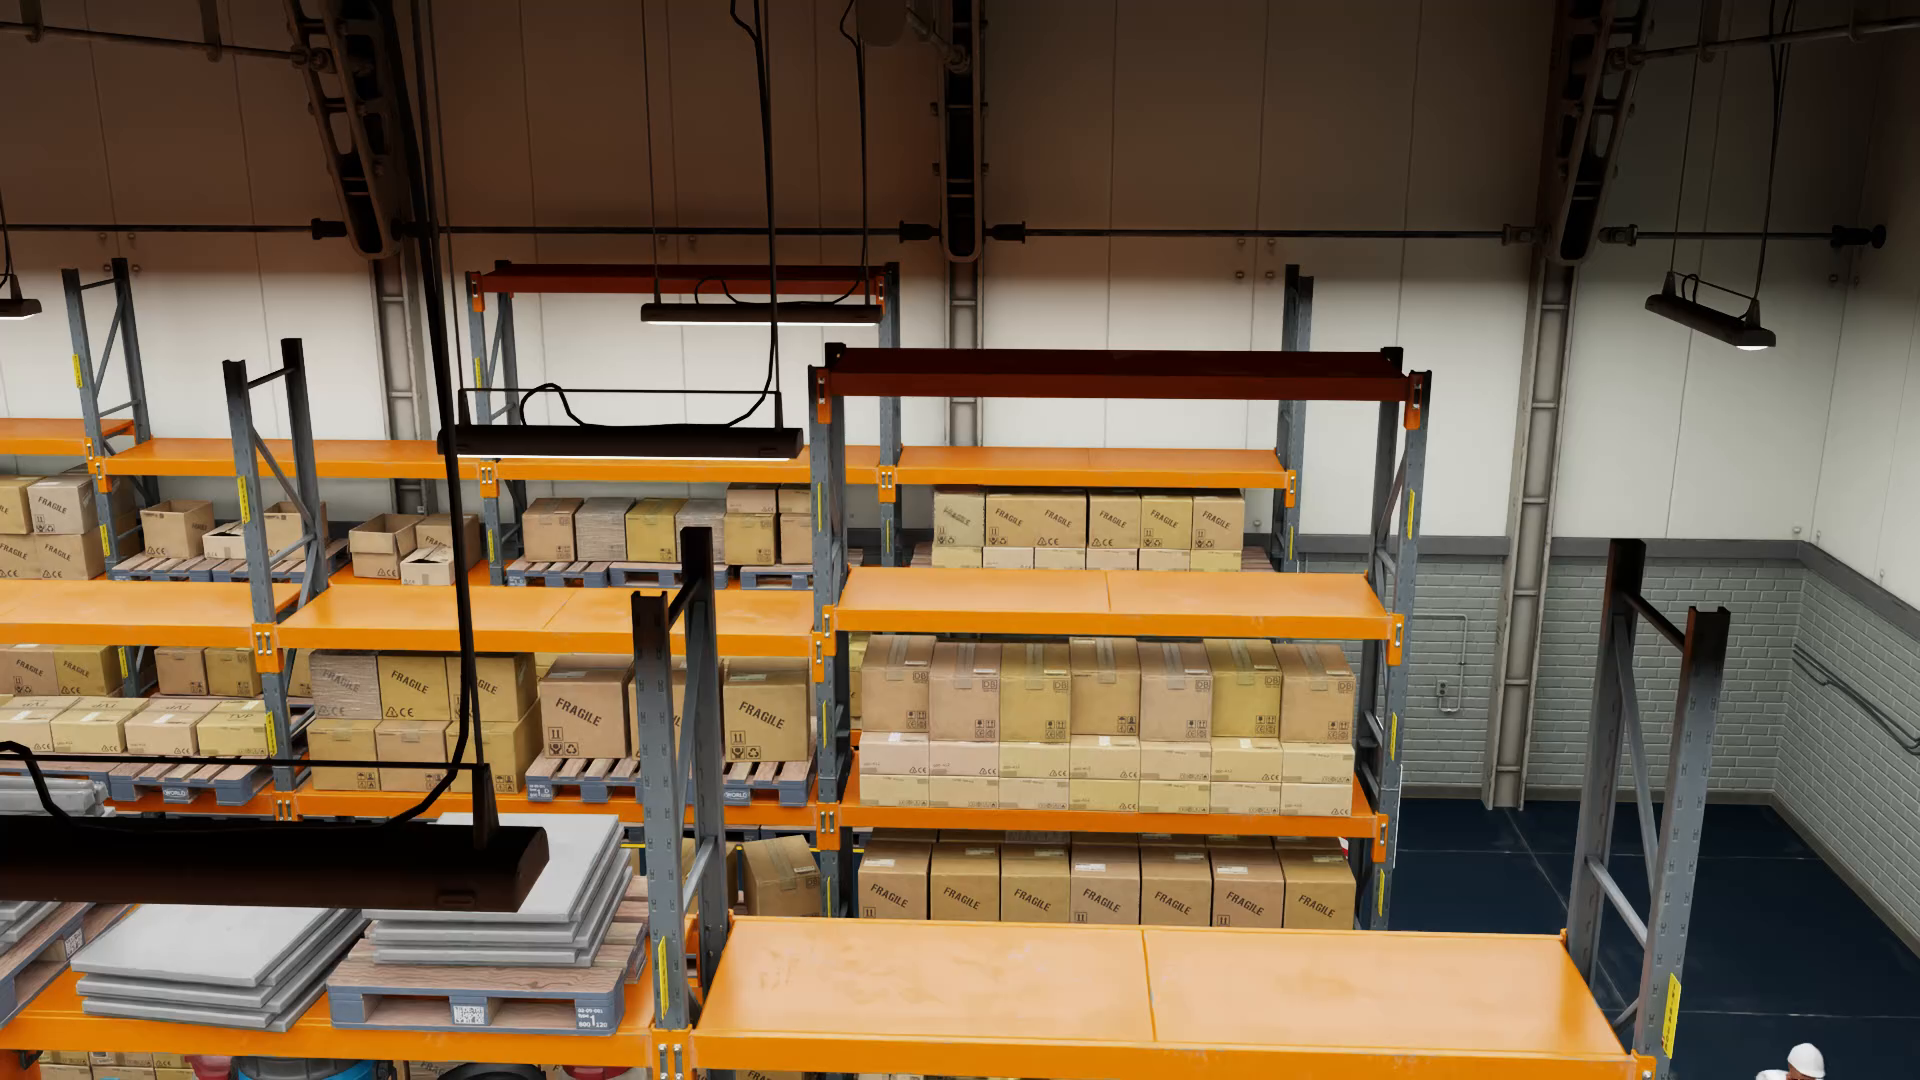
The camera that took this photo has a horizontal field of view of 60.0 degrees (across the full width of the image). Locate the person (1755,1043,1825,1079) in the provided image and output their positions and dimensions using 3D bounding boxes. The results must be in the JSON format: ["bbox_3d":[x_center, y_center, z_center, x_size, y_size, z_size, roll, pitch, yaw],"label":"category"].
[{"bbox_3d":[5.537,4.125,11.175,0.616,1.778,0.680,4,17,14],"label":"person"}]
